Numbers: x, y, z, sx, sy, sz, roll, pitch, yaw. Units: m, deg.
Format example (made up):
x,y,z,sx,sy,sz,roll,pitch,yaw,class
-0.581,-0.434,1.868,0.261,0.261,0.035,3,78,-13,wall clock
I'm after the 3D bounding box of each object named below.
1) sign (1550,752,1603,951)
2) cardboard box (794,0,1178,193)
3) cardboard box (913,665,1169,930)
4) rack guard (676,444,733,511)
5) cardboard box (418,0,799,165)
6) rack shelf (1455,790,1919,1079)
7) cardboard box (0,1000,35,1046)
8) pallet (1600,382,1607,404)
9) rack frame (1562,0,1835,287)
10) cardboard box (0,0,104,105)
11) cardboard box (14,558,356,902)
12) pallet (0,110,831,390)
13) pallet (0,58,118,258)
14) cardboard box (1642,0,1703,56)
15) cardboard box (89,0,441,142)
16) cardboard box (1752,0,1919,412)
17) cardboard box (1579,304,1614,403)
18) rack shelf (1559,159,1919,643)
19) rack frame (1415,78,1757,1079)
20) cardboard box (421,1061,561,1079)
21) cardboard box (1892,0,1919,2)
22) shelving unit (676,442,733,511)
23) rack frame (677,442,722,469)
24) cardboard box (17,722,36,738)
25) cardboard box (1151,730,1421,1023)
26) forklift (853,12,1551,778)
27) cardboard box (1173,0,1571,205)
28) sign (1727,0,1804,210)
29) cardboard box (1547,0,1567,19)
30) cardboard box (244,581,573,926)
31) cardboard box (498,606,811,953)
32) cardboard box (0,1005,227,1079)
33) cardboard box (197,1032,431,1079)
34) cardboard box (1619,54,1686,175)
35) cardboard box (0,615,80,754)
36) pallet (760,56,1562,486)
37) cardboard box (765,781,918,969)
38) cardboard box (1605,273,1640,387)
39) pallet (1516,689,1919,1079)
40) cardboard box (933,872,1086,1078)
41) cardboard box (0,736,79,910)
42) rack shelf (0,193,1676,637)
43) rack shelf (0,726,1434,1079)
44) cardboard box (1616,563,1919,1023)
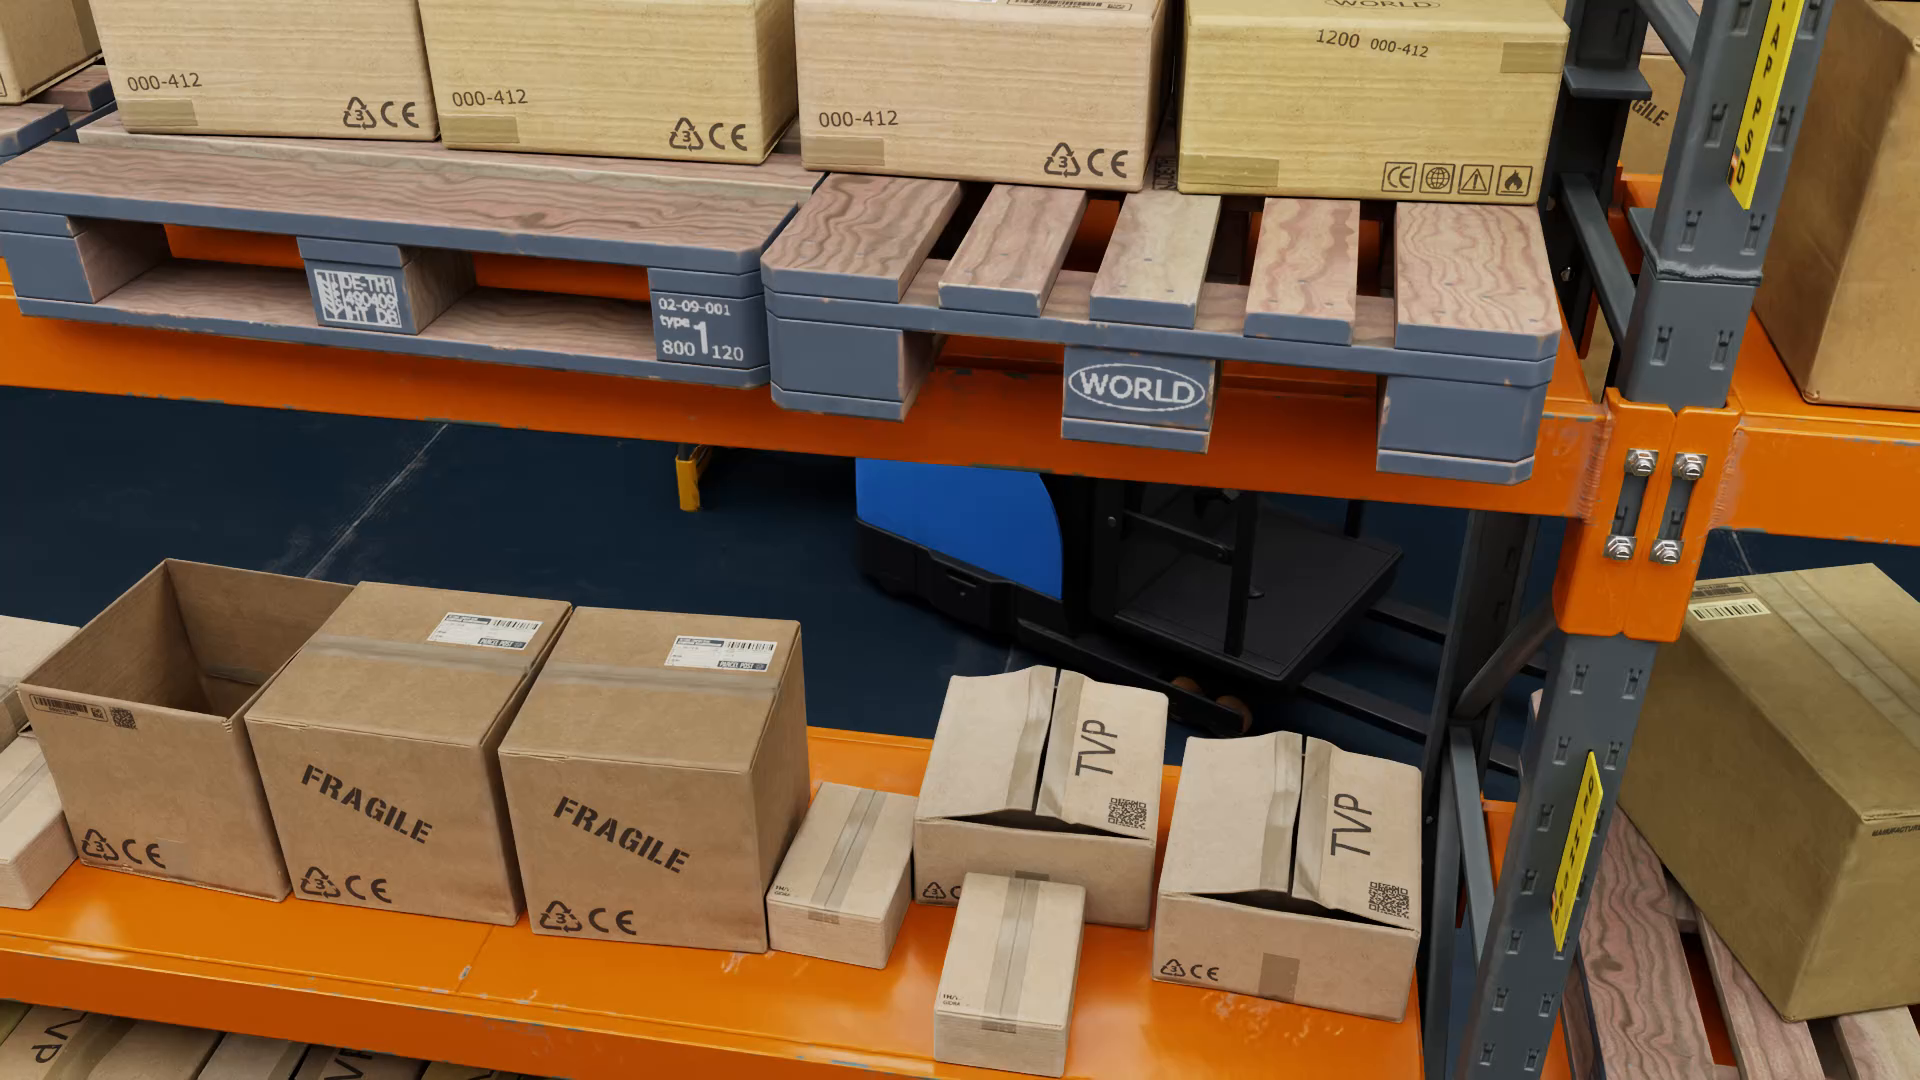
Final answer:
x,y,z,sx,sy,sz,roll,pitch,yaw,class
0.947,0.483,2.560,0.005,0.325,0.100,5,32,8,sign
0.060,-0.751,2.542,0.500,0.250,0.500,6,33,10,cardboard box
0.188,0.540,3.645,0.500,0.311,0.500,5,32,8,cardboard box
-1.171,-0.392,7.640,0.087,0.250,0.587,5,32,8,rack guard
-0.502,-0.808,2.633,0.500,0.250,0.500,5,32,7,cardboard box
3.008,1.166,3.237,4.000,0.370,1.077,5,32,8,rack shelf
-2.541,1.243,4.104,0.500,0.311,0.500,5,32,8,cardboard box
2.631,-0.616,8.036,1.213,0.211,1.003,5,32,8,pallet
1.037,-1.860,1.740,0.127,3.000,1.000,5,32,8,rack frame
-1.758,-0.952,2.863,0.500,0.250,0.500,2,32,3,cardboard box
-1.632,0.408,3.677,0.500,0.500,0.500,7,33,12,cardboard box
-0.750,-0.621,2.765,1.213,0.211,1.003,7,33,10,pallet
-2.034,-0.793,3.042,1.217,0.209,0.805,4,32,6,pallet
2.801,-2.180,6.806,0.500,0.250,0.500,5,32,8,cardboard box
-1.032,-0.857,2.711,0.500,0.250,0.500,3,32,4,cardboard box
1.473,-0.610,2.475,0.500,0.500,0.910,5,32,8,cardboard box
2.569,-1.041,7.716,0.750,0.750,0.750,5,32,8,cardboard box
3.008,-0.105,2.442,4.000,0.370,1.077,5,32,8,rack shelf
1.037,0.683,3.332,0.127,3.000,1.000,5,32,8,rack frame
-1.025,1.379,3.886,0.500,0.311,0.500,6,33,10,cardboard box
1.466,-1.013,2.177,0.500,0.500,0.500,5,32,8,cardboard box
-0.680,-0.877,7.238,1.083,1.500,0.587,5,32,8,shelving unit
-1.190,-0.923,7.312,0.032,1.500,0.500,5,32,8,rack frame
-2.008,0.365,3.966,0.258,0.266,0.396,4,32,7,cardboard box
0.686,0.665,3.444,0.500,0.311,0.500,7,33,11,cardboard box
1.050,-0.827,5.809,3.031,2.935,1.130,21,38,30,forklift
0.580,-0.714,2.482,0.500,0.250,0.500,3,32,5,cardboard box
0.935,-0.552,1.915,0.005,0.325,0.100,5,32,8,sign
2.299,-2.225,6.877,0.500,0.250,0.500,6,33,9,cardboard box
-1.139,0.452,3.606,0.500,0.500,0.500,5,32,8,cardboard box
-0.620,0.499,3.531,0.500,0.500,0.500,3,32,6,cardboard box
-2.048,1.290,4.029,0.500,0.311,0.500,5,32,8,cardboard box
-1.538,1.336,3.956,0.500,0.311,0.500,4,32,7,cardboard box
2.817,-1.856,6.995,0.500,0.500,0.500,6,33,10,cardboard box
-2.413,0.411,3.908,0.500,0.250,0.500,7,33,11,cardboard box
0.353,-0.522,2.608,1.003,0.211,1.213,7,33,10,pallet
-0.230,0.705,3.533,0.250,0.149,0.380,8,33,12,cardboard box
3.432,-0.959,7.586,0.750,0.750,0.750,5,32,8,cardboard box
1.717,0.788,3.345,1.003,0.211,1.213,5,32,8,pallet
0.104,0.854,3.296,0.250,0.149,0.380,5,32,8,cardboard box
-2.067,0.618,3.672,0.250,0.149,0.380,5,32,8,cardboard box
-0.935,-0.462,3.012,4.000,0.370,1.077,5,32,8,rack shelf
-0.935,0.809,3.808,4.000,0.370,1.077,5,32,8,rack shelf
1.677,0.460,3.198,0.500,0.500,0.700,-5,32,-8,cardboard box
